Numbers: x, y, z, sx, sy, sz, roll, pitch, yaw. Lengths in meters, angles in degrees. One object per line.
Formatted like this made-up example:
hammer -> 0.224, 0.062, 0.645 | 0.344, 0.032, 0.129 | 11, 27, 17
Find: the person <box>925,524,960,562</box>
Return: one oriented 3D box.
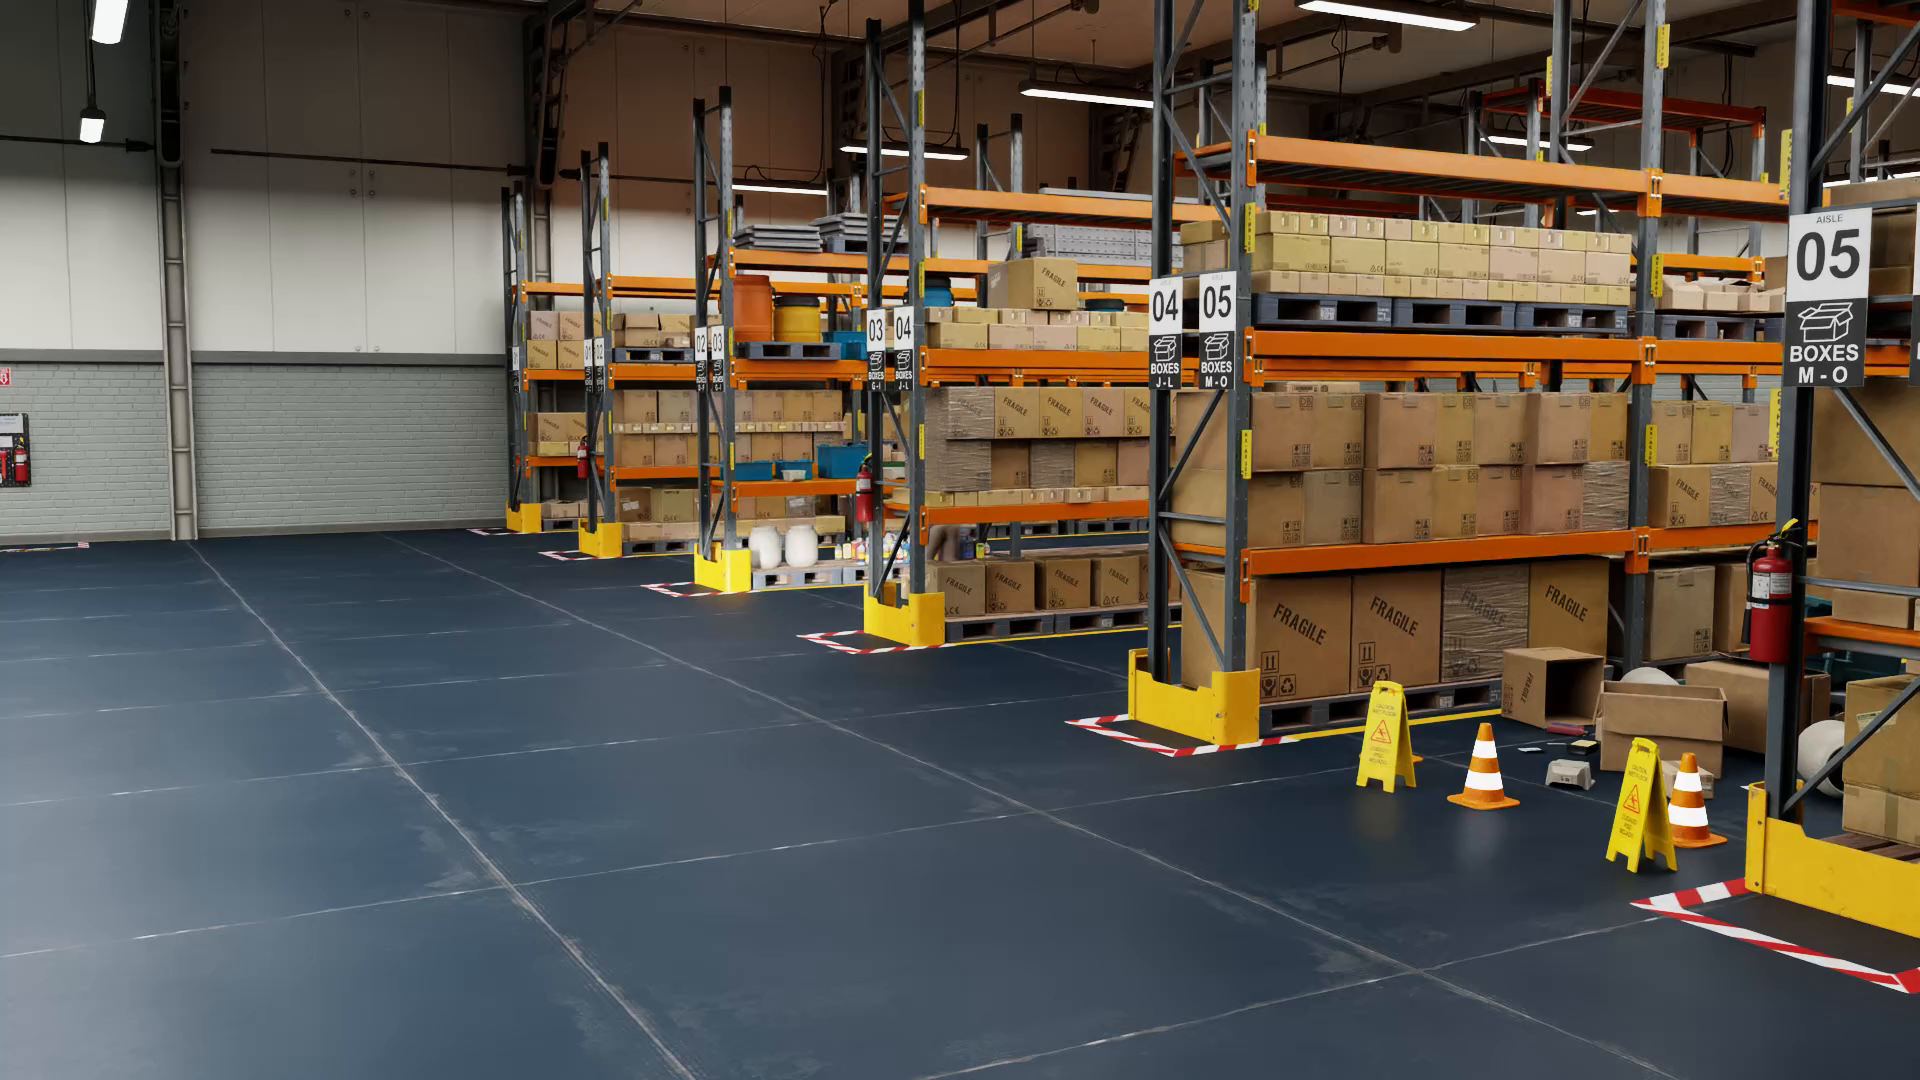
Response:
person -> -0.243, -0.107, 18.572 | 0.551, 1.753, 0.629 | -2, 6, -25
